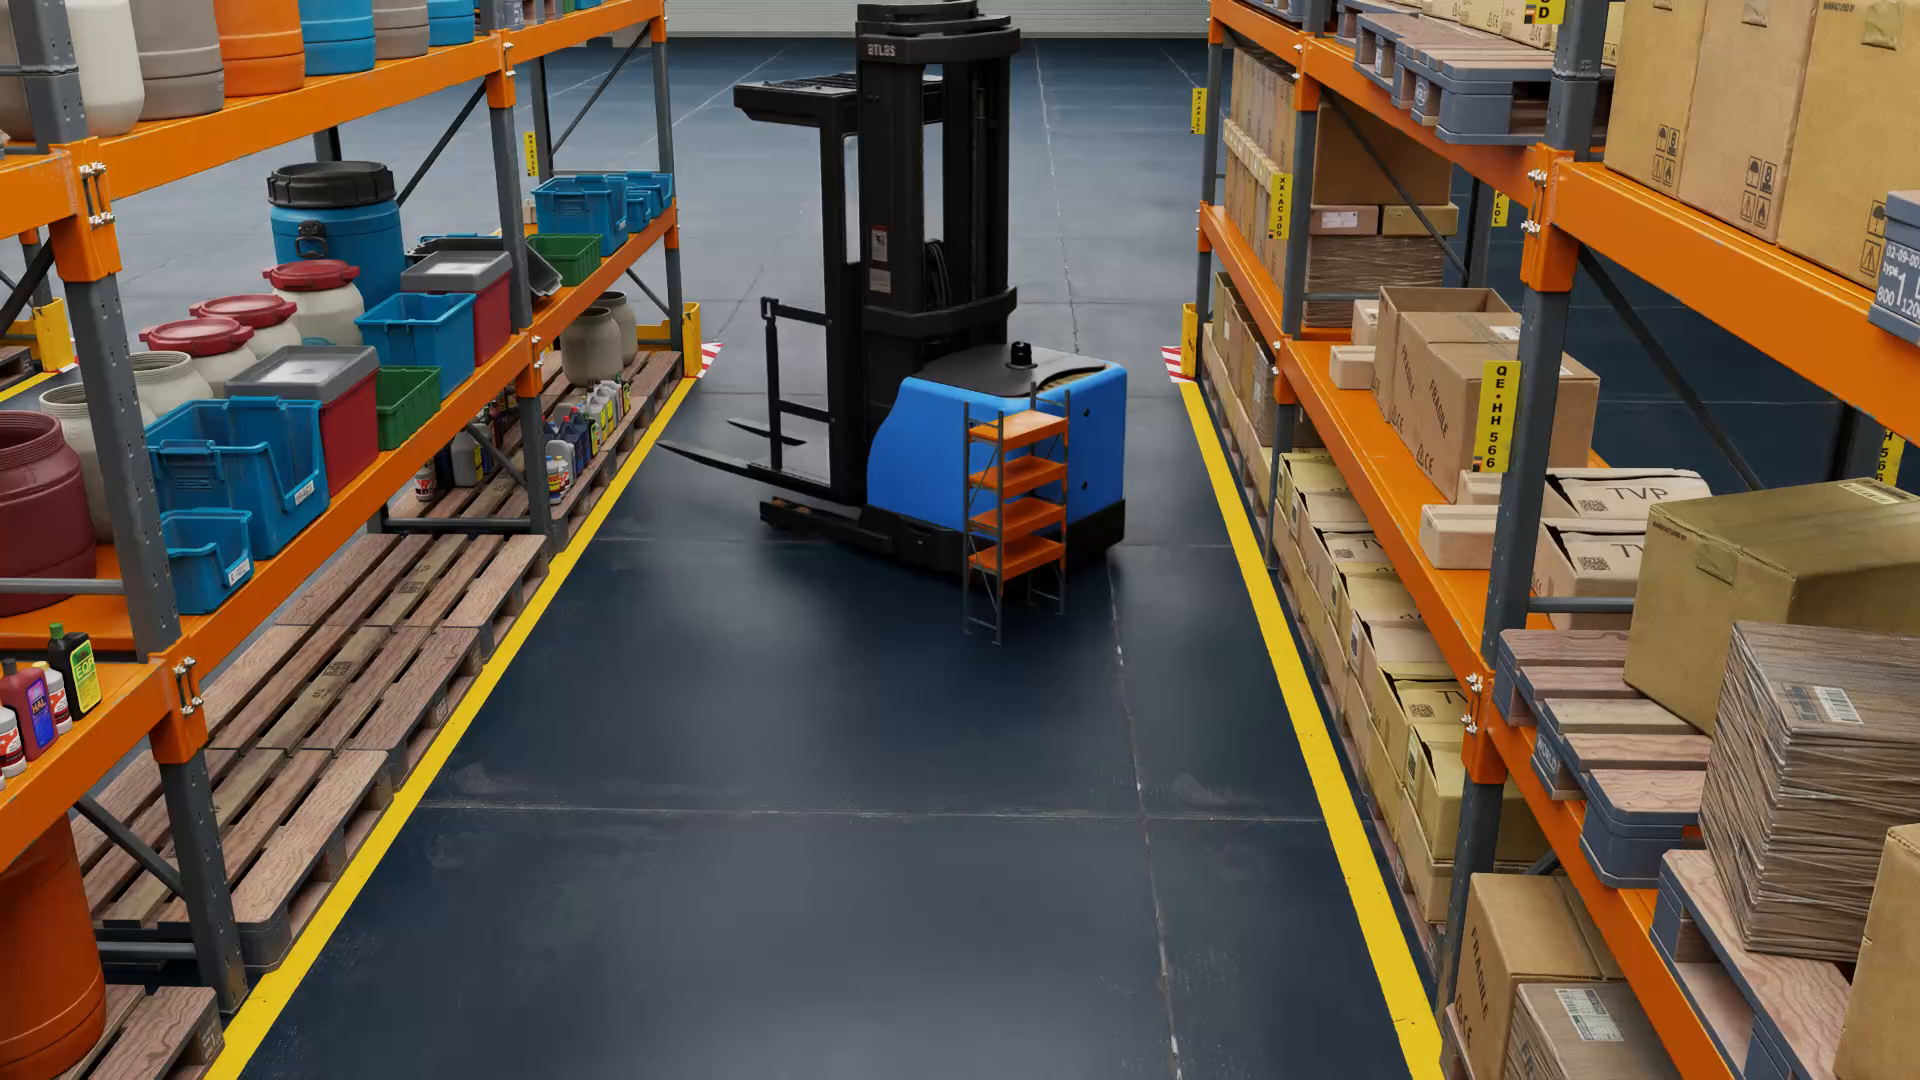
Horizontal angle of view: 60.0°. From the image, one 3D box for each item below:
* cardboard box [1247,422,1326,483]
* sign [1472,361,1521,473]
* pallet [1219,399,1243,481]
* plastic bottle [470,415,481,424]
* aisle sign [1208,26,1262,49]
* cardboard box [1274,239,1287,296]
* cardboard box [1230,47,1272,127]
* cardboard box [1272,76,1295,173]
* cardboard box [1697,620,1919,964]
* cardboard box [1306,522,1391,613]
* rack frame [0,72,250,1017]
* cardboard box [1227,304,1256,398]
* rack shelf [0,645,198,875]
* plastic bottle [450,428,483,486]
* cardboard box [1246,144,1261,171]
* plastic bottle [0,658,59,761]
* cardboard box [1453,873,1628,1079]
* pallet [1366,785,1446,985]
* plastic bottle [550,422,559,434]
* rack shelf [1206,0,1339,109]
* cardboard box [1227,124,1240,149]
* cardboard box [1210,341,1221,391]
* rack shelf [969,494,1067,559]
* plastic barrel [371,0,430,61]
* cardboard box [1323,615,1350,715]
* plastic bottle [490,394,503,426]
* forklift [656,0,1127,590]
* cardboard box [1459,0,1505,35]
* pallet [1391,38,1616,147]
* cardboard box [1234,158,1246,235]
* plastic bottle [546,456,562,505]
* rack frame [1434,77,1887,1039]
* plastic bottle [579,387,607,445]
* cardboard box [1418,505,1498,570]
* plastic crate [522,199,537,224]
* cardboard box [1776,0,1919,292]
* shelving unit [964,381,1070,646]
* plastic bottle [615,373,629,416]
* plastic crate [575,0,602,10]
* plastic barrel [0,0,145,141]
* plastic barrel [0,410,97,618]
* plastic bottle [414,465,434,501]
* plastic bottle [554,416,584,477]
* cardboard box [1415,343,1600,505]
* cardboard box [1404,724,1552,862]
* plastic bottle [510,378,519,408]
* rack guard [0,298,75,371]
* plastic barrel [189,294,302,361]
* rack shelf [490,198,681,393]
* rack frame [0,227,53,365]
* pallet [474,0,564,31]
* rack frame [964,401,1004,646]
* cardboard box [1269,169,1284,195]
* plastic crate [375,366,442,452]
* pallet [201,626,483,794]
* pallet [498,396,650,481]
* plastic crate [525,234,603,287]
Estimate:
[{"bbox_3d":[2.002,-0.510,9.917,0.500,0.250,0.500,1,21,2],"label":"cardboard box"},{"bbox_3d":[1.505,-0.344,4.668,0.100,0.325,0.005,1,21,2],"label":"sign"},{"bbox_3d":[2.282,-0.675,10.976,1.003,0.211,1.213,1,21,2],"label":"pallet"},{"bbox_3d":[-3.022,-0.694,10.224,0.144,0.351,0.185,1,21,1],"label":"plastic bottle"},{"bbox_3d":[1.999,-3.931,11.919,0.394,0.787,0.004,1,21,2],"label":"aisle sign"},{"bbox_3d":[2.198,-1.643,9.479,0.700,0.500,0.500,0,21,1],"label":"cardboard box"},{"bbox_3d":[2.275,-3.155,11.583,0.700,0.500,0.500,1,21,2],"label":"cardboard box"},{"bbox_3d":[2.219,-2.421,9.690,0.700,0.500,0.500,1,21,2],"label":"cardboard box"},{"bbox_3d":[1.935,0.516,3.334,0.700,0.500,0.500,5,22,12],"label":"cardboard box"},{"bbox_3d":[1.885,0.094,7.585,0.500,0.311,0.500,0,21,0],"label":"cardboard box"},{"bbox_3d":[-2.891,0.145,5.008,1.000,3.000,0.127,1,21,2],"label":"rack frame"},{"bbox_3d":[2.016,-1.221,10.714,0.500,0.500,0.500,1,21,2],"label":"cardboard box"},{"bbox_3d":[-2.952,1.204,3.275,1.077,0.370,4.000,1,21,2],"label":"rack shelf"},{"bbox_3d":[-2.894,-0.506,9.740,0.144,0.351,0.185,1,21,2],"label":"plastic bottle"},{"bbox_3d":[2.039,-2.435,10.624,0.380,0.149,0.250,0,21,1],"label":"cardboard box"},{"bbox_3d":[-2.484,0.434,4.425,0.061,0.283,0.133,1,21,2],"label":"plastic bottle"},{"bbox_3d":[1.760,1.323,4.821,0.500,0.500,0.500,2,21,4],"label":"cardboard box"},{"bbox_3d":[2.124,1.204,6.135,1.003,0.211,1.213,1,21,2],"label":"pallet"},{"bbox_3d":[-2.446,-0.575,10.029,0.097,0.271,0.097,0,21,0],"label":"plastic bottle"},{"bbox_3d":[2.242,-3.032,10.043,1.077,0.370,4.000,1,21,2],"label":"rack shelf"},{"bbox_3d":[2.071,-2.806,11.578,0.380,0.149,0.250,0,21,0],"label":"cardboard box"},{"bbox_3d":[2.053,-1.233,11.781,0.500,0.250,0.500,1,21,2],"label":"cardboard box"},{"bbox_3d":[0.277,-0.072,8.242,0.258,0.148,0.480,19,28,39],"label":"rack shelf"},{"bbox_3d":[-2.588,-2.511,7.013,0.600,0.901,0.600,0,21,0],"label":"plastic barrel"},{"bbox_3d":[1.875,0.540,7.211,0.500,0.250,0.500,1,21,3],"label":"cardboard box"},{"bbox_3d":[-3.028,-0.868,10.784,0.097,0.271,0.097,0,21,0],"label":"plastic bottle"},{"bbox_3d":[-0.539,-1.522,9.399,3.031,2.935,1.130,16,27,36],"label":"forklift"},{"bbox_3d":[2.044,-1.885,5.719,0.500,0.250,0.500,0,21,1],"label":"cardboard box"},{"bbox_3d":[1.991,-1.356,4.991,1.213,0.211,1.003,2,21,4],"label":"pallet"},{"bbox_3d":[2.265,-2.380,11.377,0.700,0.500,0.500,1,21,3],"label":"cardboard box"},{"bbox_3d":[-2.322,-0.345,9.434,0.097,0.271,0.097,0,21,0],"label":"plastic bottle"},{"bbox_3d":[2.060,0.201,4.865,1.000,3.000,0.127,1,21,2],"label":"rack frame"},{"bbox_3d":[-2.311,-0.781,10.448,0.144,0.351,0.185,0,21,1],"label":"plastic bottle"},{"bbox_3d":[1.811,-0.010,5.756,0.380,0.149,0.250,1,21,2],"label":"cardboard box"},{"bbox_3d":[-2.997,-2.305,11.686,0.298,0.136,0.250,1,21,2],"label":"plastic crate"},{"bbox_3d":[2.049,-0.714,2.937,0.910,0.500,0.500,1,21,2],"label":"cardboard box"},{"bbox_3d":[0.277,-0.135,8.218,0.258,1.200,0.503,19,28,39],"label":"shelving unit"},{"bbox_3d":[-2.251,-0.975,11.042,0.061,0.283,0.133,1,21,3],"label":"plastic bottle"},{"bbox_3d":[-2.405,-3.446,10.138,0.392,0.384,0.575,1,21,2],"label":"plastic crate"},{"bbox_3d":[-2.575,-1.414,4.726,0.421,0.512,0.421,0,21,0],"label":"plastic barrel"},{"bbox_3d":[-3.180,-0.090,5.425,0.600,0.536,0.708,1,21,2],"label":"plastic barrel"},{"bbox_3d":[-3.070,-0.336,9.509,0.097,0.201,0.097,0,21,0],"label":"plastic bottle"},{"bbox_3d":[-2.330,-0.559,9.876,0.144,0.351,0.185,1,21,3],"label":"plastic bottle"},{"bbox_3d":[2.095,-0.453,6.411,0.500,0.500,0.500,0,21,-1],"label":"cardboard box"},{"bbox_3d":[1.830,0.833,5.680,0.500,0.311,0.500,1,21,3],"label":"cardboard box"},{"bbox_3d":[-3.014,-1.029,11.197,0.097,0.271,0.097,0,21,0],"label":"plastic bottle"},{"bbox_3d":[-7.601,-1.609,12.985,1.175,0.500,0.348,1,21,2],"label":"rack guard"},{"bbox_3d":[-3.040,-0.756,7.142,0.433,0.535,0.433,0,21,0],"label":"plastic barrel"},{"bbox_3d":[-2.709,-1.689,10.730,1.077,0.370,4.000,1,21,2],"label":"rack shelf"},{"bbox_3d":[-7.598,-2.802,12.604,1.000,3.000,0.127,1,21,2],"label":"rack frame"},{"bbox_3d":[-2.845,-2.874,8.903,1.213,0.211,1.003,1,21,2],"label":"pallet"},{"bbox_3d":[0.111,-0.070,8.052,0.240,1.200,0.015,19,28,39],"label":"rack frame"},{"bbox_3d":[2.008,-2.063,9.664,0.380,0.149,0.250,1,21,1],"label":"cardboard box"},{"bbox_3d":[-2.540,-0.570,7.143,0.450,0.188,0.662,1,21,2],"label":"plastic crate"},{"bbox_3d":[-2.789,0.725,7.368,1.003,0.211,1.213,1,21,2],"label":"pallet"},{"bbox_3d":[-2.673,-0.686,11.005,1.003,0.211,1.213,1,21,2],"label":"pallet"},{"bbox_3d":[-2.446,-1.690,10.031,0.450,0.188,0.662,1,21,2],"label":"plastic crate"}]
